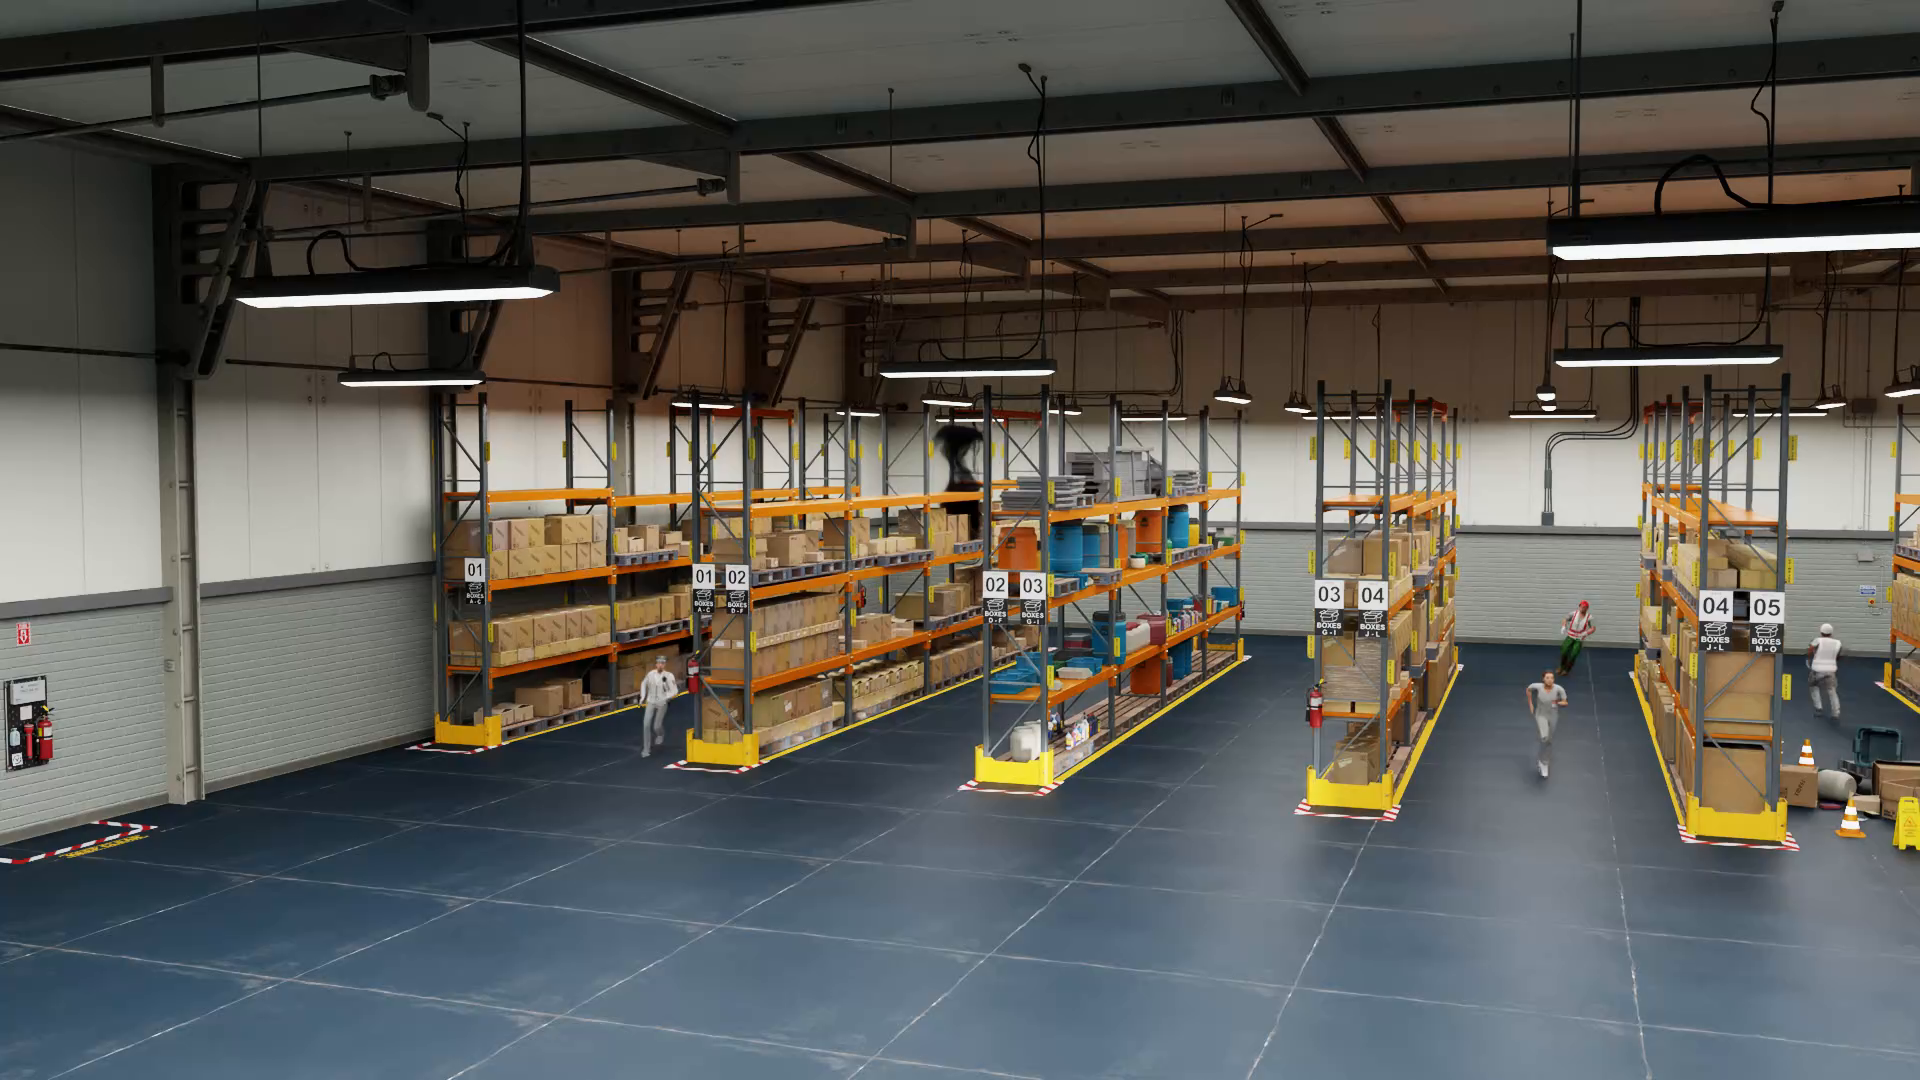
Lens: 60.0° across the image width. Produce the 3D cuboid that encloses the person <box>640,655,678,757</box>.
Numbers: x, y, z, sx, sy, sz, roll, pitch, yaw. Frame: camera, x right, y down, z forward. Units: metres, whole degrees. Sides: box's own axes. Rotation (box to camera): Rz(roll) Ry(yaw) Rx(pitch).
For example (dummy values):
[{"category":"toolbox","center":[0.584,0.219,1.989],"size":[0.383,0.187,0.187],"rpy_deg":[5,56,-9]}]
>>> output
[{"category":"person","center":[-5.007,2.727,27.610],"size":[0.632,1.673,0.785],"rpy_deg":[0,3,6]}]

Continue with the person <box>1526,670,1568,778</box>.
[{"category":"person","center":[9.102,2.809,25.836],"size":[0.561,1.656,0.917],"rpy_deg":[0,3,7]}]

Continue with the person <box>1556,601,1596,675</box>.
[{"category":"person","center":[13.653,2.180,36.882],"size":[0.820,1.688,0.557],"rpy_deg":[2,3,27]}]

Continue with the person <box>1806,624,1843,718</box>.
[{"category":"person","center":[16.120,2.457,31.042],"size":[0.692,1.796,0.889],"rpy_deg":[1,3,12]}]
